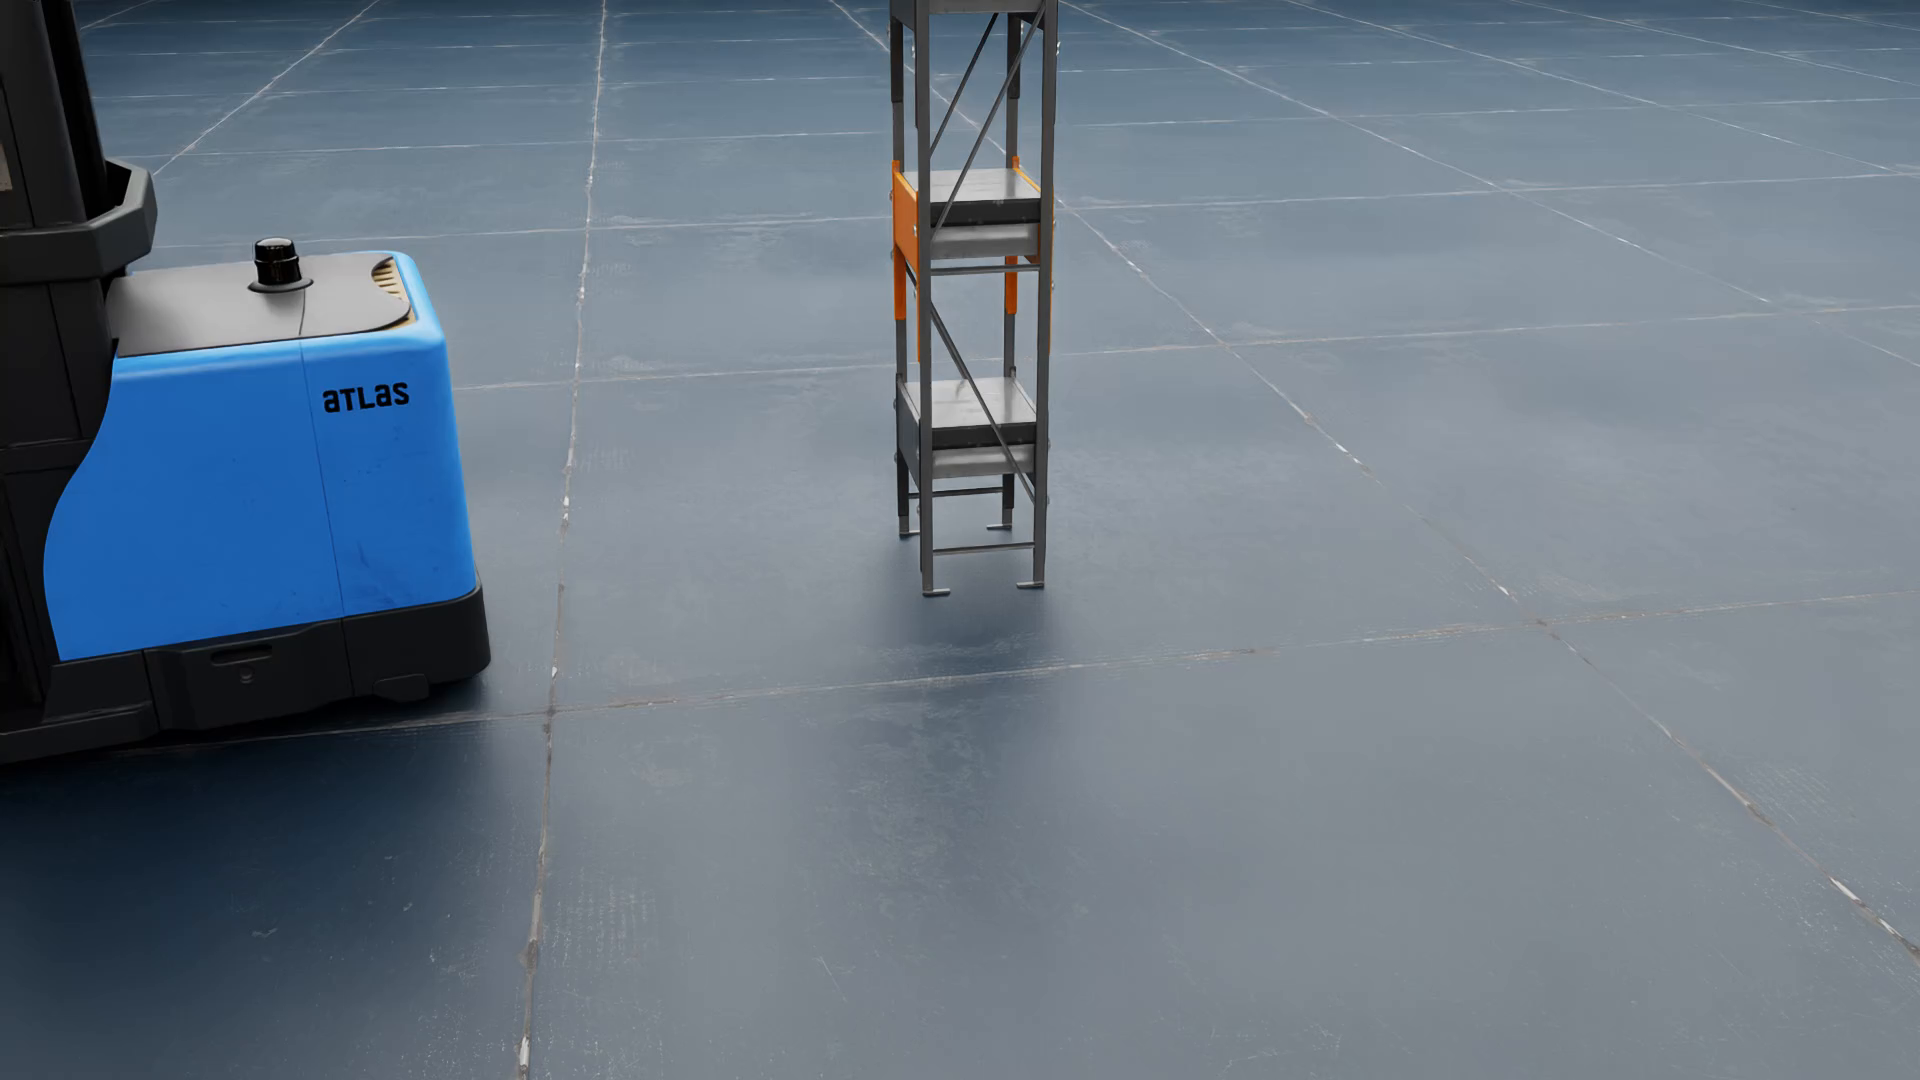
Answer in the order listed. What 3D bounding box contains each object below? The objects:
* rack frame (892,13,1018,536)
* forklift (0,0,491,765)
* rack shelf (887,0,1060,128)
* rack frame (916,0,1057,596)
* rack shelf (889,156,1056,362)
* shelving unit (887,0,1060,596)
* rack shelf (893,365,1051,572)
[{"bbox_3d":[-0.015,-0.993,5.400,0.400,2.100,0.015,-4,24,-10],"label":"rack frame"},{"bbox_3d":[-2.915,-0.868,4.076,3.031,2.935,1.130,-9,25,-20],"label":"forklift"},{"bbox_3d":[0.031,-1.526,4.906,0.431,0.518,0.480,-4,24,-10],"label":"rack shelf"},{"bbox_3d":[0.076,-0.801,4.961,0.400,2.100,0.015,-4,24,-10],"label":"rack frame"},{"bbox_3d":[0.031,-0.885,5.186,0.431,0.518,0.480,-4,24,-10],"label":"rack shelf"},{"bbox_3d":[0.031,-0.897,5.181,0.431,2.100,0.503,-4,24,-10],"label":"shelving unit"},{"bbox_3d":[0.031,-0.243,5.466,0.431,0.518,0.480,-4,24,-10],"label":"rack shelf"}]
